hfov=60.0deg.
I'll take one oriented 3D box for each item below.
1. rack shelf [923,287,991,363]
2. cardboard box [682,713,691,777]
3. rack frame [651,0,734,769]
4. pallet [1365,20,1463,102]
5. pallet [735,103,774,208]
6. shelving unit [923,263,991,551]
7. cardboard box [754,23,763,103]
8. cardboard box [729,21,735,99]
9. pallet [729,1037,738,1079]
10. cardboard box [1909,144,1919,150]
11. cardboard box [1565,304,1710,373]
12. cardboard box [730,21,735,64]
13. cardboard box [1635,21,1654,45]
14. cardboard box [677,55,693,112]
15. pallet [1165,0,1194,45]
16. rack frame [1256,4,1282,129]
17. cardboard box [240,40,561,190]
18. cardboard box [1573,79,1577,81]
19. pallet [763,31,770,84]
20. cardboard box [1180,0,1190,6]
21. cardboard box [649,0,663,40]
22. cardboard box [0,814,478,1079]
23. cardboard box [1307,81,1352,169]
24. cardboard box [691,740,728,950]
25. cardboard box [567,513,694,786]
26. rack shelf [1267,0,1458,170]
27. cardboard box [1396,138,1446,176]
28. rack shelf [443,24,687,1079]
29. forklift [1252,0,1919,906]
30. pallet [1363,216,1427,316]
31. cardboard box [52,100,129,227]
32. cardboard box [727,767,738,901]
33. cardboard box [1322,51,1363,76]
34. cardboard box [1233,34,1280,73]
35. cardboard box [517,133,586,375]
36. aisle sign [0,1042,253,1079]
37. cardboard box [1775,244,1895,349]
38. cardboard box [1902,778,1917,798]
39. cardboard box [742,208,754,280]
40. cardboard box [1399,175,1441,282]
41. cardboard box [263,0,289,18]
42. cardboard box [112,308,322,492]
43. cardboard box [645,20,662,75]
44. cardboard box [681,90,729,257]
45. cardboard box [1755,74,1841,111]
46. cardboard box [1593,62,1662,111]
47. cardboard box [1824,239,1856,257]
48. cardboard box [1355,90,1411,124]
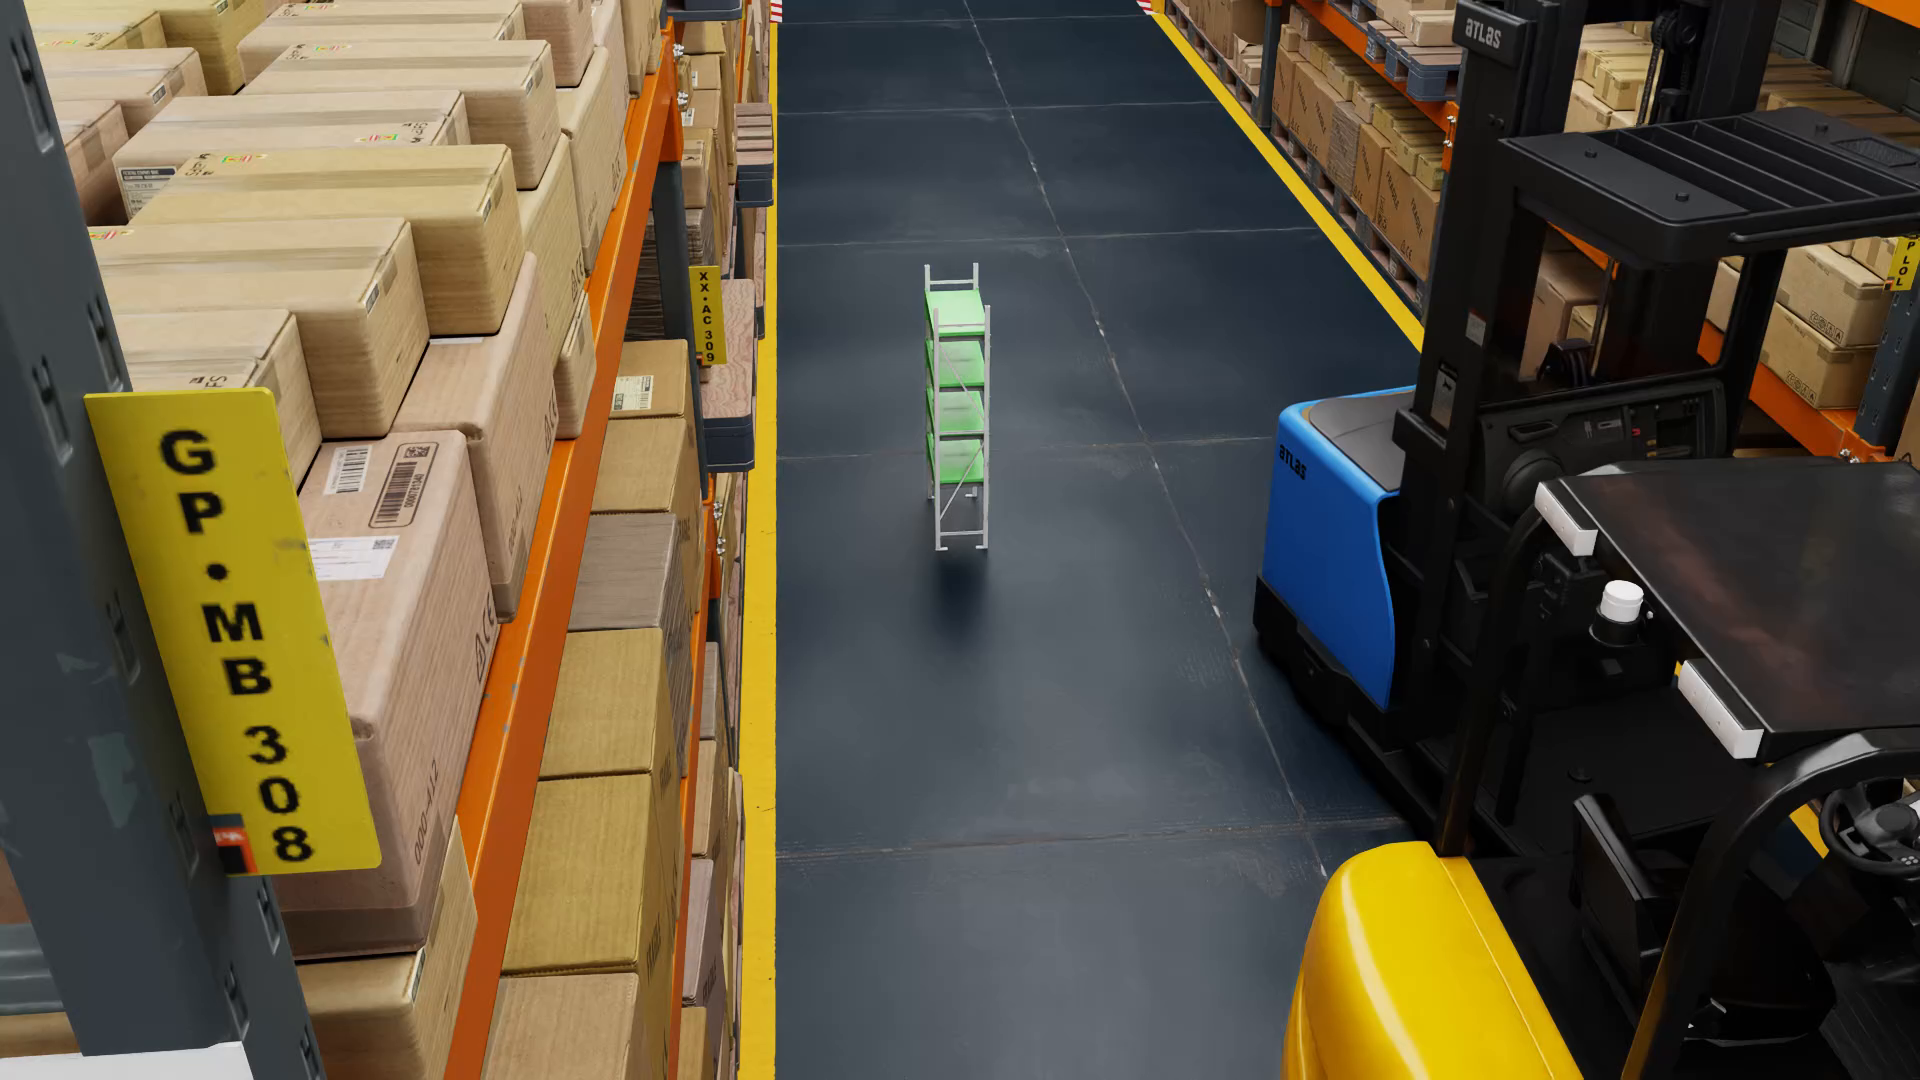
[{"bbox_3d":[-0.016,-0.957,7.370,0.258,0.148,0.480,-3,31,-5],"label":"rack shelf"},{"bbox_3d":[-0.889,0.486,4.255,0.380,0.149,0.250,-3,31,-5],"label":"cardboard box"},{"bbox_3d":[-1.321,-0.289,5.310,1.000,3.000,0.127,-3,31,-5],"label":"rack frame"},{"bbox_3d":[3.114,-2.832,9.753,1.213,0.211,1.003,-3,31,-5],"label":"pallet"},{"bbox_3d":[-1.522,-1.891,8.177,1.213,0.211,1.003,-3,31,-5],"label":"pallet"},{"bbox_3d":[-0.015,-0.600,7.584,0.258,1.200,0.503,-3,31,-5],"label":"shelving unit"},{"bbox_3d":[-2.020,-3.780,13.242,0.875,0.438,0.875,-3,31,-5],"label":"cardboard box"},{"bbox_3d":[-1.375,-2.464,8.153,0.500,0.500,0.500,-4,31,-6],"label":"cardboard box"},{"bbox_3d":[-1.106,1.873,4.408,1.003,0.211,1.213,-3,31,-5],"label":"pallet"},{"bbox_3d":[3.762,-1.437,6.500,0.380,0.149,0.250,-3,31,-5],"label":"cardboard box"},{"bbox_3d":[3.424,-0.736,7.964,0.875,0.625,0.625,-4,31,-7],"label":"cardboard box"},{"bbox_3d":[-1.496,-2.752,9.092,0.500,0.250,0.500,-3,31,-5],"label":"cardboard box"},{"bbox_3d":[3.578,-2.473,8.235,0.380,0.149,0.250,-3,31,-5],"label":"cardboard box"},{"bbox_3d":[-1.217,-1.726,6.284,0.380,0.149,0.250,-1,31,-2],"label":"cardboard box"},{"bbox_3d":[2.582,-5.013,15.937,1.003,0.211,1.213,-3,31,-5],"label":"pallet"},{"bbox_3d":[2.873,-4.614,12.549,1.000,3.000,0.127,-3,31,-5],"label":"rack frame"},{"bbox_3d":[-0.790,-0.610,2.389,0.380,0.149,0.250,-2,31,-3],"label":"cardboard box"},{"bbox_3d":[3.091,-2.228,8.213,0.500,0.250,0.500,-2,31,-3],"label":"cardboard box"},{"bbox_3d":[-2.179,-4.193,14.564,1.003,0.211,1.213,-3,31,-5],"label":"pallet"},{"bbox_3d":[2.462,-5.448,15.970,0.797,0.503,0.637,-4,31,-7],"label":"cardboard box"},{"bbox_3d":[-1.011,-1.427,4.145,0.500,0.250,0.500,-3,31,-5],"label":"cardboard box"},{"bbox_3d":[-0.655,0.388,1.495,0.380,0.149,0.250,-3,31,-5],"label":"cardboard box"},{"bbox_3d":[2.796,-2.937,11.769,0.500,0.500,0.500,-4,31,-6],"label":"cardboard box"},{"bbox_3d":[-0.949,0.938,4.796,0.500,0.500,0.500,-2,31,-4],"label":"cardboard box"},{"bbox_3d":[-0.924,0.282,3.965,0.500,0.500,0.500,-2,31,-3],"label":"cardboard box"},{"bbox_3d":[3.060,-3.284,11.024,1.077,0.370,4.000,-3,31,-5],"label":"rack shelf"},{"bbox_3d":[2.892,-2.335,10.129,0.380,0.149,0.250,-4,31,-7],"label":"cardboard box"},{"bbox_3d":[-1.134,-0.247,3.015,1.077,0.370,4.000,-3,31,-5],"label":"rack shelf"},{"bbox_3d":[2.179,-0.228,5.273,1.130,2.935,3.031,-10,32,-16],"label":"forklift"},{"bbox_3d":[3.215,-1.757,10.486,1.003,0.211,1.213,-3,31,-5],"label":"pallet"},{"bbox_3d":[-1.289,-0.448,2.117,0.380,0.149,0.250,-3,31,-5],"label":"cardboard box"},{"bbox_3d":[-0.998,1.000,5.423,0.500,0.250,0.500,-1,31,-2],"label":"cardboard box"},{"bbox_3d":[2.819,-3.396,11.906,0.380,0.149,0.250,-3,31,-5],"label":"cardboard box"},{"bbox_3d":[2.495,-4.073,13.900,0.396,0.266,0.258,-2,31,-3],"label":"cardboard box"},{"bbox_3d":[-0.839,-0.388,2.406,0.500,0.250,0.500,-2,31,-3],"label":"cardboard box"},{"bbox_3d":[-0.633,0.653,1.196,0.394,0.787,0.004,-3,31,-5],"label":"aisle sign"},{"bbox_3d":[3.320,-0.918,6.020,0.500,0.250,0.500,-3,31,-6],"label":"cardboard box"},{"bbox_3d":[3.399,0.992,5.435,0.500,0.250,0.500,-3,31,-6],"label":"cardboard box"},{"bbox_3d":[-1.677,-1.956,9.763,0.875,0.875,0.875,-3,31,-5],"label":"cardboard box"},{"bbox_3d":[2.993,-1.884,10.007,0.500,0.500,0.500,-2,31,-3],"label":"cardboard box"},{"bbox_3d":[-1.440,-0.973,2.996,0.380,0.149,0.250,-3,31,-5],"label":"cardboard box"},{"bbox_3d":[-0.817,-0.089,1.516,0.380,0.149,0.250,-3,31,-5],"label":"cardboard box"},{"bbox_3d":[-0.987,-1.323,4.359,0.380,0.149,0.250,-3,31,-4],"label":"cardboard box"},{"bbox_3d":[-1.159,-1.402,6.375,0.500,0.500,0.500,-3,31,-5],"label":"cardboard box"},{"bbox_3d":[3.641,-1.954,7.365,0.380,0.149,0.250,-2,31,-3],"label":"cardboard box"},{"bbox_3d":[3.114,-2.058,7.539,0.380,0.149,0.250,-2,31,-4],"label":"cardboard box"},{"bbox_3d":[3.326,-1.145,6.012,0.380,0.149,0.250,-3,31,-5],"label":"cardboard box"},{"bbox_3d":[2.853,-2.875,11.034,0.380,0.149,0.250,-4,31,-7],"label":"cardboard box"}]
